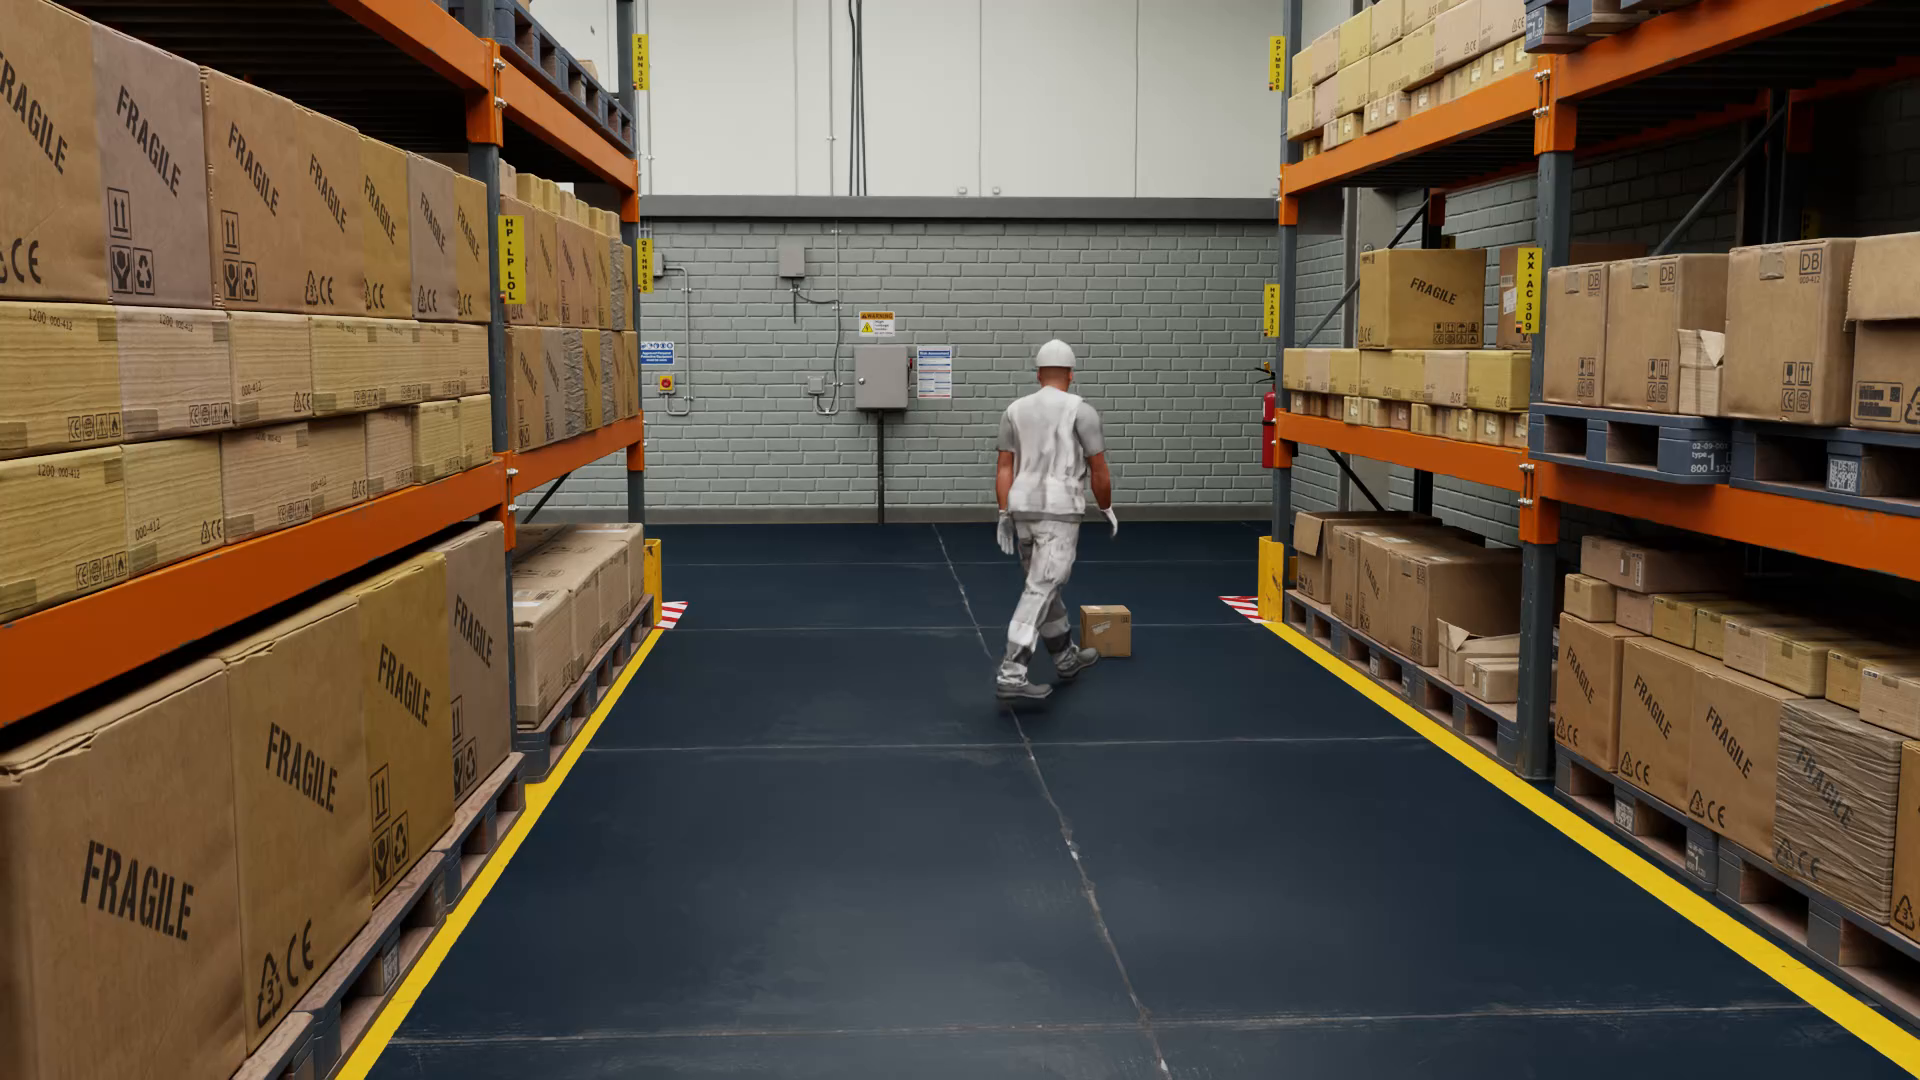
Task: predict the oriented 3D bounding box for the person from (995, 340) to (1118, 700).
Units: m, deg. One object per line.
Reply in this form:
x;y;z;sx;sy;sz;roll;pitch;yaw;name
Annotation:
0.469;-0.116;8.169;0.526;1.725;1.045;5;9;39;person
